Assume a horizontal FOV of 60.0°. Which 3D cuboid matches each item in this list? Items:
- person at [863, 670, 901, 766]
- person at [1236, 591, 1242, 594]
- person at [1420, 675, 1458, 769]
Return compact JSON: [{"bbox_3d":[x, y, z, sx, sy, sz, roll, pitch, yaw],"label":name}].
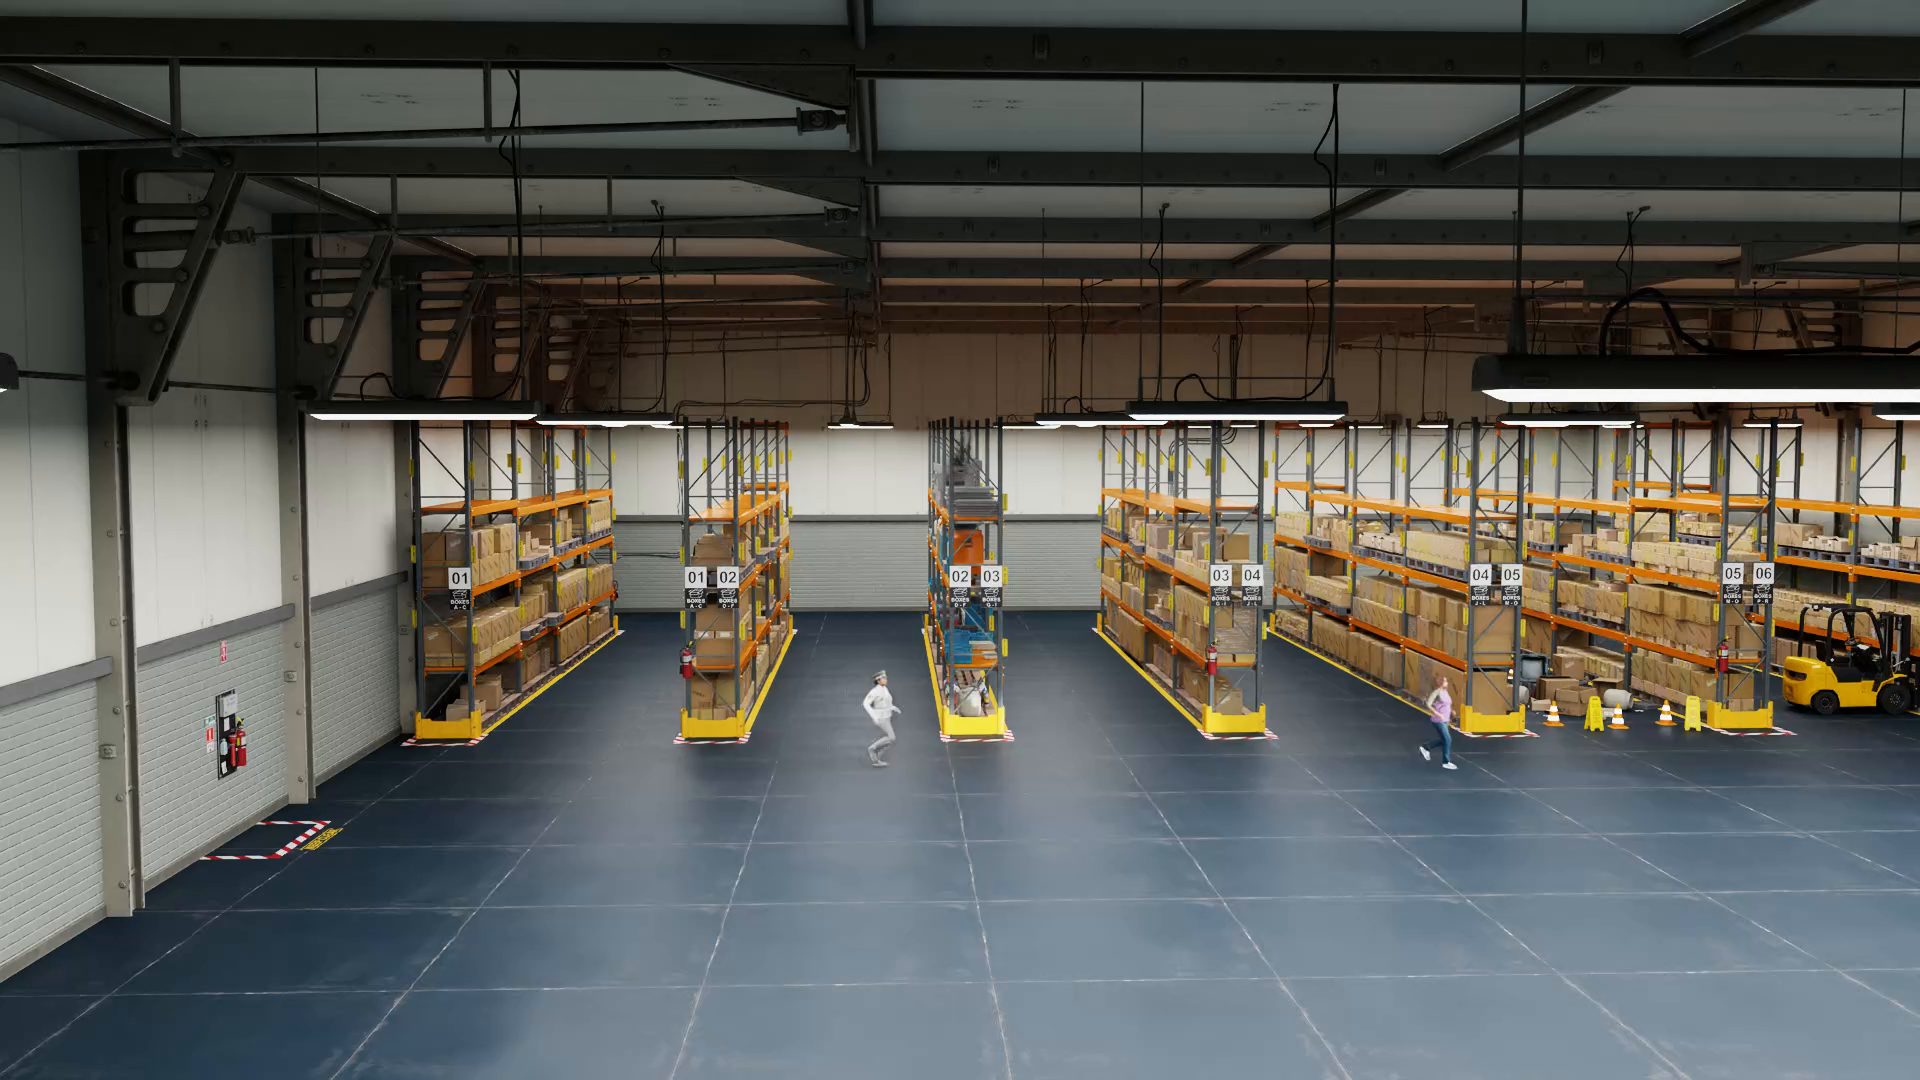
[{"bbox_3d":[-1.283,3.045,28.354,0.541,1.645,0.613,2,4,22],"label":"person"},{"bbox_3d":[7.758,1.801,48.123,0.818,1.607,0.632,2,4,25],"label":"person"},{"bbox_3d":[8.132,3.085,28.272,0.698,1.581,0.549,3,5,39],"label":"person"}]
